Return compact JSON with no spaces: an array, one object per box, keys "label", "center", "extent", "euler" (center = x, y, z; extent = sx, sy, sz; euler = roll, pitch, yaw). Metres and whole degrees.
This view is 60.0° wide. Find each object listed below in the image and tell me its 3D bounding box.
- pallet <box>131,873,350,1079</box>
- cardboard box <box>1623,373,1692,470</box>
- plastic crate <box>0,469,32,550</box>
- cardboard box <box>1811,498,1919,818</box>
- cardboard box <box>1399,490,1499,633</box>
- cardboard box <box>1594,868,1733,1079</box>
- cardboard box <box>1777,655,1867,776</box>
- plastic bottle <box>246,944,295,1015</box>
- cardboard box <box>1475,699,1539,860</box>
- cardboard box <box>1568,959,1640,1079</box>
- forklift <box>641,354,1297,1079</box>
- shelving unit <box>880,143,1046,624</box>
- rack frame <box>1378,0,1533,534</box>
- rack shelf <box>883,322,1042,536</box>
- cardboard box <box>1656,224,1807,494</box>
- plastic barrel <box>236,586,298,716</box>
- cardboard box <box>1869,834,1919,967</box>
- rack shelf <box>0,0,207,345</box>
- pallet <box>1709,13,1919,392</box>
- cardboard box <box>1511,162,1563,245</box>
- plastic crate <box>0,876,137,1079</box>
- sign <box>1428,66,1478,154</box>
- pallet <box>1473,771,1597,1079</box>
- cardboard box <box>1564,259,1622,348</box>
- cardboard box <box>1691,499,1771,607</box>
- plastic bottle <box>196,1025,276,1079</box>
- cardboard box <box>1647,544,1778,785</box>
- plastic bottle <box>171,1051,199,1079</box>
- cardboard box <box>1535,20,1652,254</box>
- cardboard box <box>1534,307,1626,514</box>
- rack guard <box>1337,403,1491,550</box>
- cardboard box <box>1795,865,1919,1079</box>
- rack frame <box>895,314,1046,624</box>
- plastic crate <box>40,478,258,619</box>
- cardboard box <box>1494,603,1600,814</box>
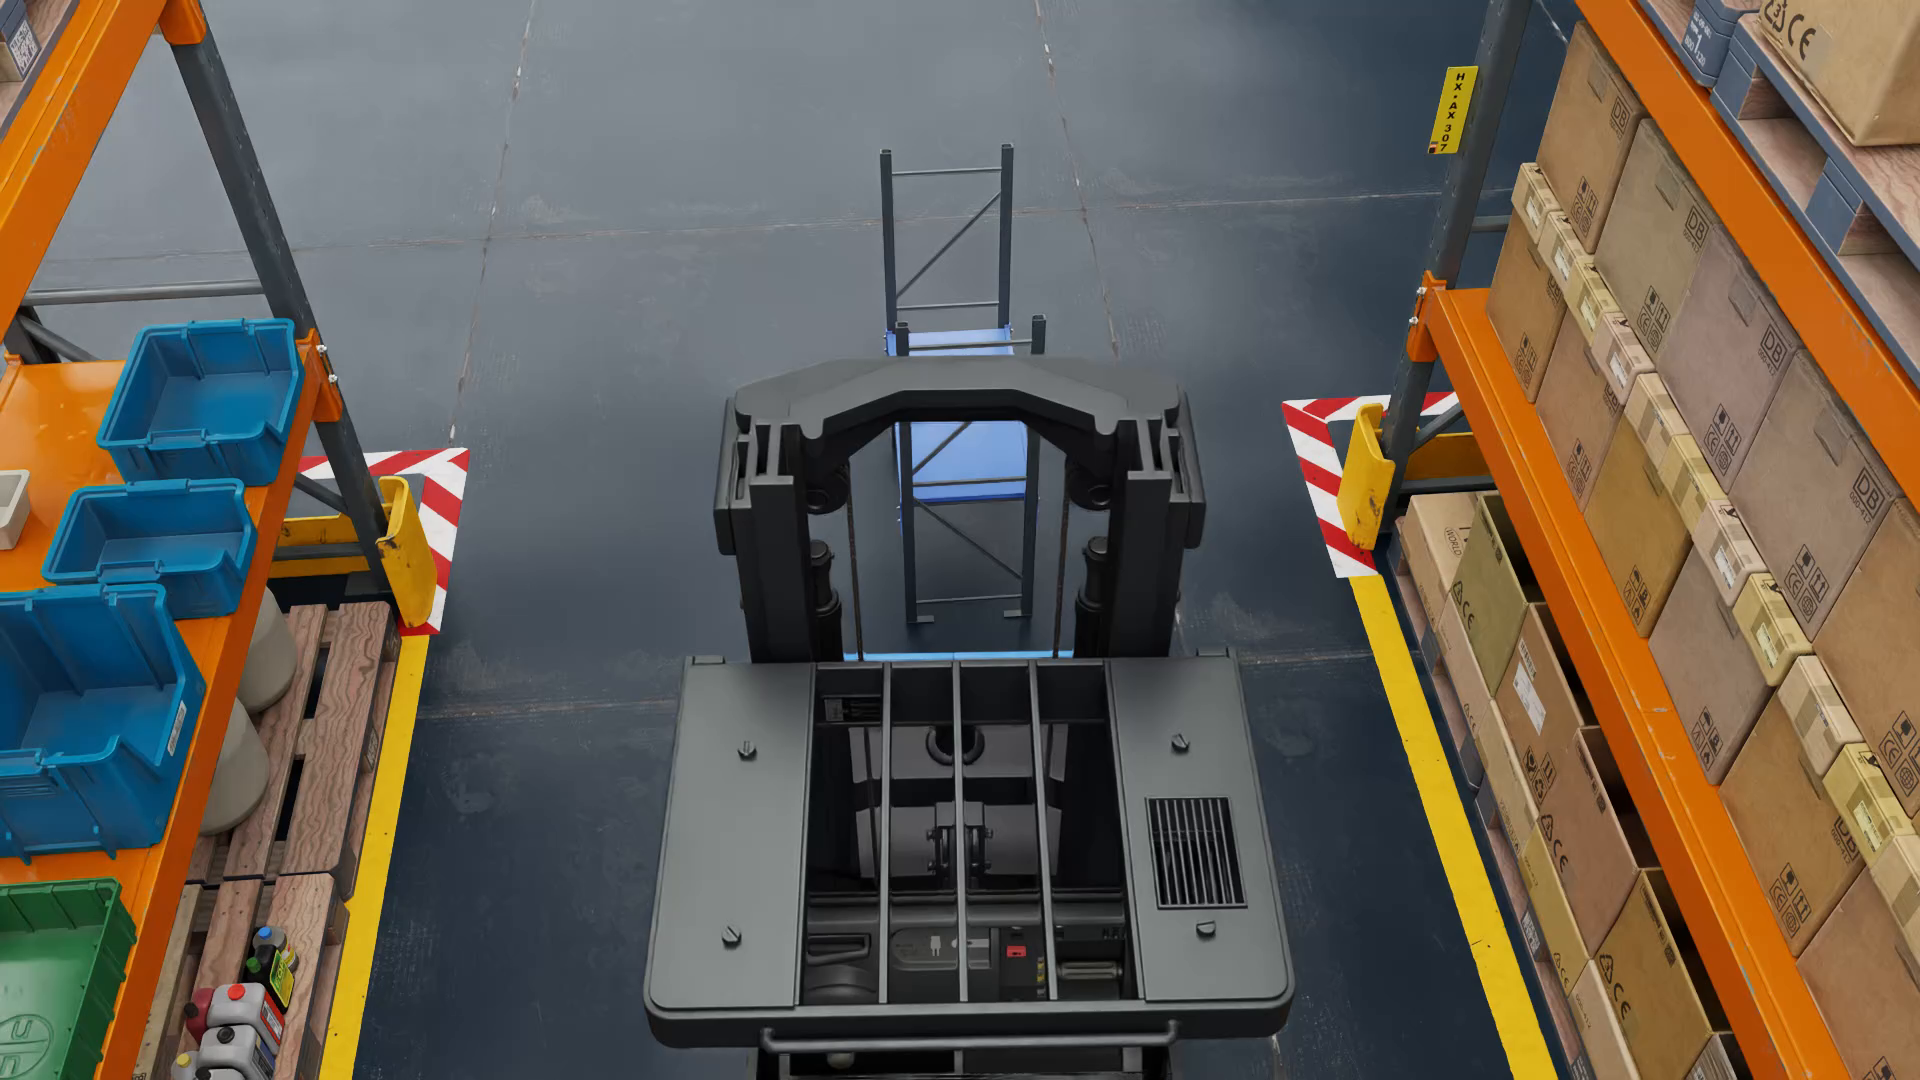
[{"label":"pallet","center":[-2.533,1.650,5.179],"extent":[1.003,0.211,1.213],"euler":[-3,47,-3]},{"label":"cardboard box","center":[2.094,-0.342,4.629],"extent":[0.380,0.149,0.250],"euler":[-5,47,-5]},{"label":"plastic crate","center":[-2.994,-0.072,5.070],"extent":[0.298,0.136,0.250],"euler":[-3,47,-3]},{"label":"cardboard box","center":[2.395,0.237,3.634],"extent":[0.700,0.500,0.500],"euler":[-4,47,-3]},{"label":"cardboard box","center":[2.011,0.074,6.355],"extent":[0.500,0.250,0.500],"euler":[-3,47,-3]},{"label":"cardboard box","center":[2.191,1.263,4.713],"extent":[0.500,0.500,0.500],"euler":[-3,47,-3]},{"label":"cardboard box","center":[2.182,0.406,3.920],"extent":[0.380,0.149,0.250],"euler":[-2,47,-2]},{"label":"plastic bottle","center":[-2.130,1.338,5.121],"extent":[0.061,0.283,0.133],"euler":[-2,47,-2]},{"label":"cardboard box","center":[2.098,0.798,5.670],"extent":[0.500,0.250,0.500],"euler":[-3,47,-3]},{"label":"cardboard box","center":[2.178,1.522,4.984],"extent":[0.500,0.250,0.500],"euler":[-3,47,-3]},{"label":"forklift","center":[0.009,1.145,3.783],"extent":[1.130,2.935,3.031],"euler":[-1,47,-1]},{"label":"shelving unit","center":[-0.007,-0.577,6.400],"extent":[0.538,1.500,1.048],"euler":[-3,47,-3]},{"label":"rack frame","center":[2.188,-1.128,5.889],"extent":[1.000,3.000,0.127],"euler":[-3,47,-3]},{"label":"rack shelf","center":[-0.007,-0.454,6.531],"extent":[0.538,0.185,1.000],"euler":[-3,47,-3]},{"label":"cardboard box","center":[2.311,-0.487,4.319],"extent":[0.700,0.500,0.500],"euler":[-3,47,-3]},{"label":"plastic barrel","center":[-2.617,0.353,5.911],"extent":[0.421,0.512,0.421],"euler":[0,47,0]},{"label":"cardboard box","center":[2.221,0.766,3.579],"extent":[0.380,0.149,0.250],"euler":[-4,47,-3]},{"label":"rack shelf","center":[-2.581,-0.167,3.408],"extent":[1.077,0.370,4.000],"euler":[-3,47,-3]},{"label":"pallet","center":[2.327,-0.731,3.508],"extent":[1.003,0.211,1.213],"euler":[-3,47,-3]},{"label":"cardboard box","center":[2.006,-1.089,5.336],"extent":[0.380,0.149,0.250],"euler":[-4,47,-4]},{"label":"plastic crate","center":[-2.246,1.138,3.889],"extent":[0.450,0.188,0.662],"euler":[-3,47,-3]},{"label":"sign","center":[1.635,-1.424,5.518],"extent":[0.100,0.325,0.005],"euler":[-3,47,-3]},{"label":"pallet","center":[2.393,1.262,5.546],"extent":[1.003,0.211,1.213],"euler":[-3,47,-3]},{"label":"cardboard box","center":[2.051,-0.717,4.984],"extent":[0.380,0.149,0.250],"euler":[-3,47,-3]},{"label":"cardboard box","center":[2.134,0.024,4.283],"extent":[0.380,0.149,0.250],"euler":[-3,47,-3]},{"label":"plastic bottle","center":[-2.152,1.542,4.933],"extent":[0.152,0.276,0.135],"euler":[-5,47,-4]},{"label":"cardboard box","center":[2.347,0.296,4.471],"extent":[0.700,0.500,0.500],"euler":[-2,47,-2]},{"label":"plastic bottle","center":[-2.275,1.589,4.940],"extent":[0.097,0.201,0.097],"euler":[0,47,0]},{"label":"cardboard box","center":[2.219,-1.232,5.025],"extent":[0.700,0.500,0.500],"euler":[-3,47,-3]},{"label":"cardboard box","center":[2.263,-0.444,5.173],"extent":[0.700,0.500,0.500],"euler":[-2,47,-2]},{"label":"rack guard","center":[2.186,-0.286,6.813],"extent":[1.175,0.500,0.348],"euler":[-3,47,-3]},{"label":"cardboard box","center":[2.429,1.030,3.777],"extent":[0.700,0.500,0.500],"euler":[-4,47,-4]},{"label":"rack frame","center":[0.035,-0.210,6.052],"extent":[0.500,1.500,0.032],"euler":[-3,47,-3]},{"label":"plastic crate","center":[-2.359,0.035,4.889],"extent":[0.499,0.251,0.408],"euler":[-3,47,-3]},{"label":"cardboard box","center":[2.110,0.539,5.398],"extent":[0.500,0.500,0.500],"euler":[-3,47,-3]}]
